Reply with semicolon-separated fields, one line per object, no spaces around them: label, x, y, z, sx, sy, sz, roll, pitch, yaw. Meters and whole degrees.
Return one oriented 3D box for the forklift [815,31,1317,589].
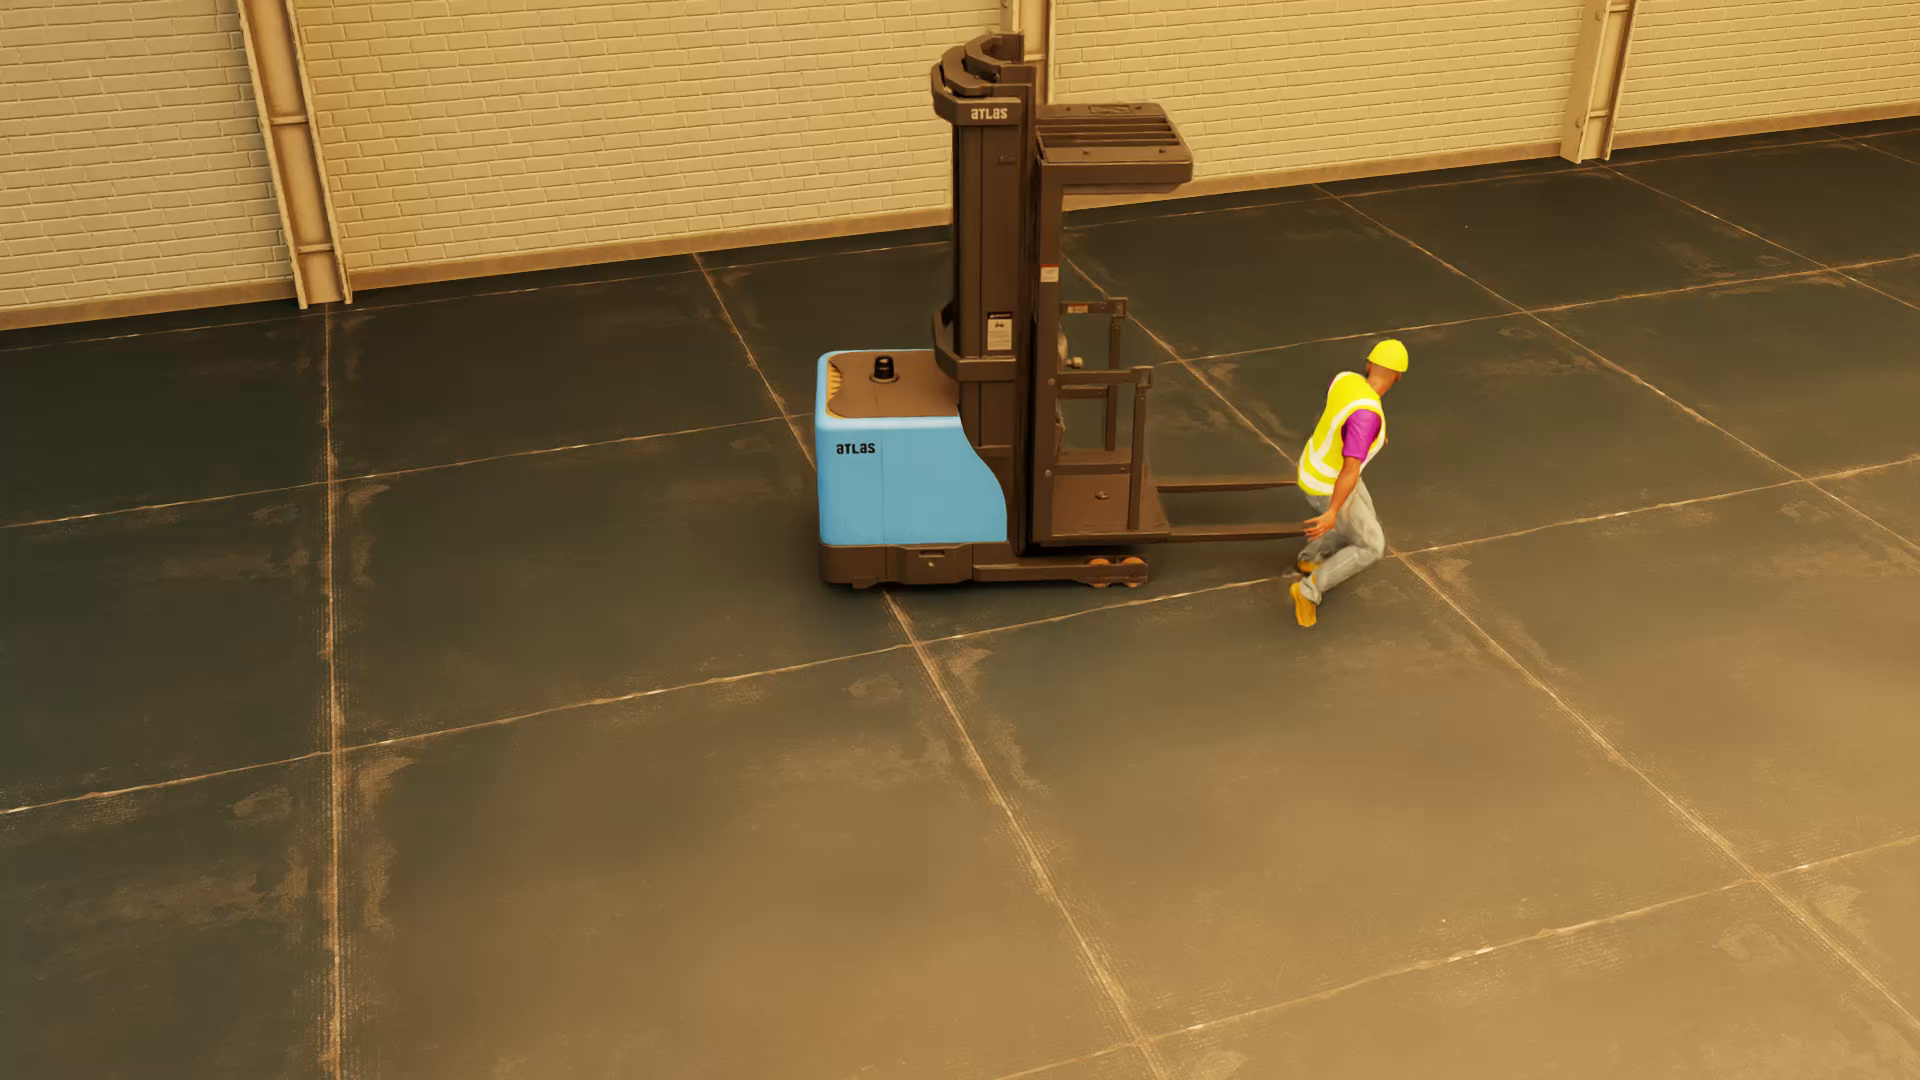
forklift;0.688;-1.260;9.277;3.031;2.935;1.130;-2;30;-3

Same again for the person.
person;2.085;-0.297;9.023;0.507;1.652;1.049;6;30;10
